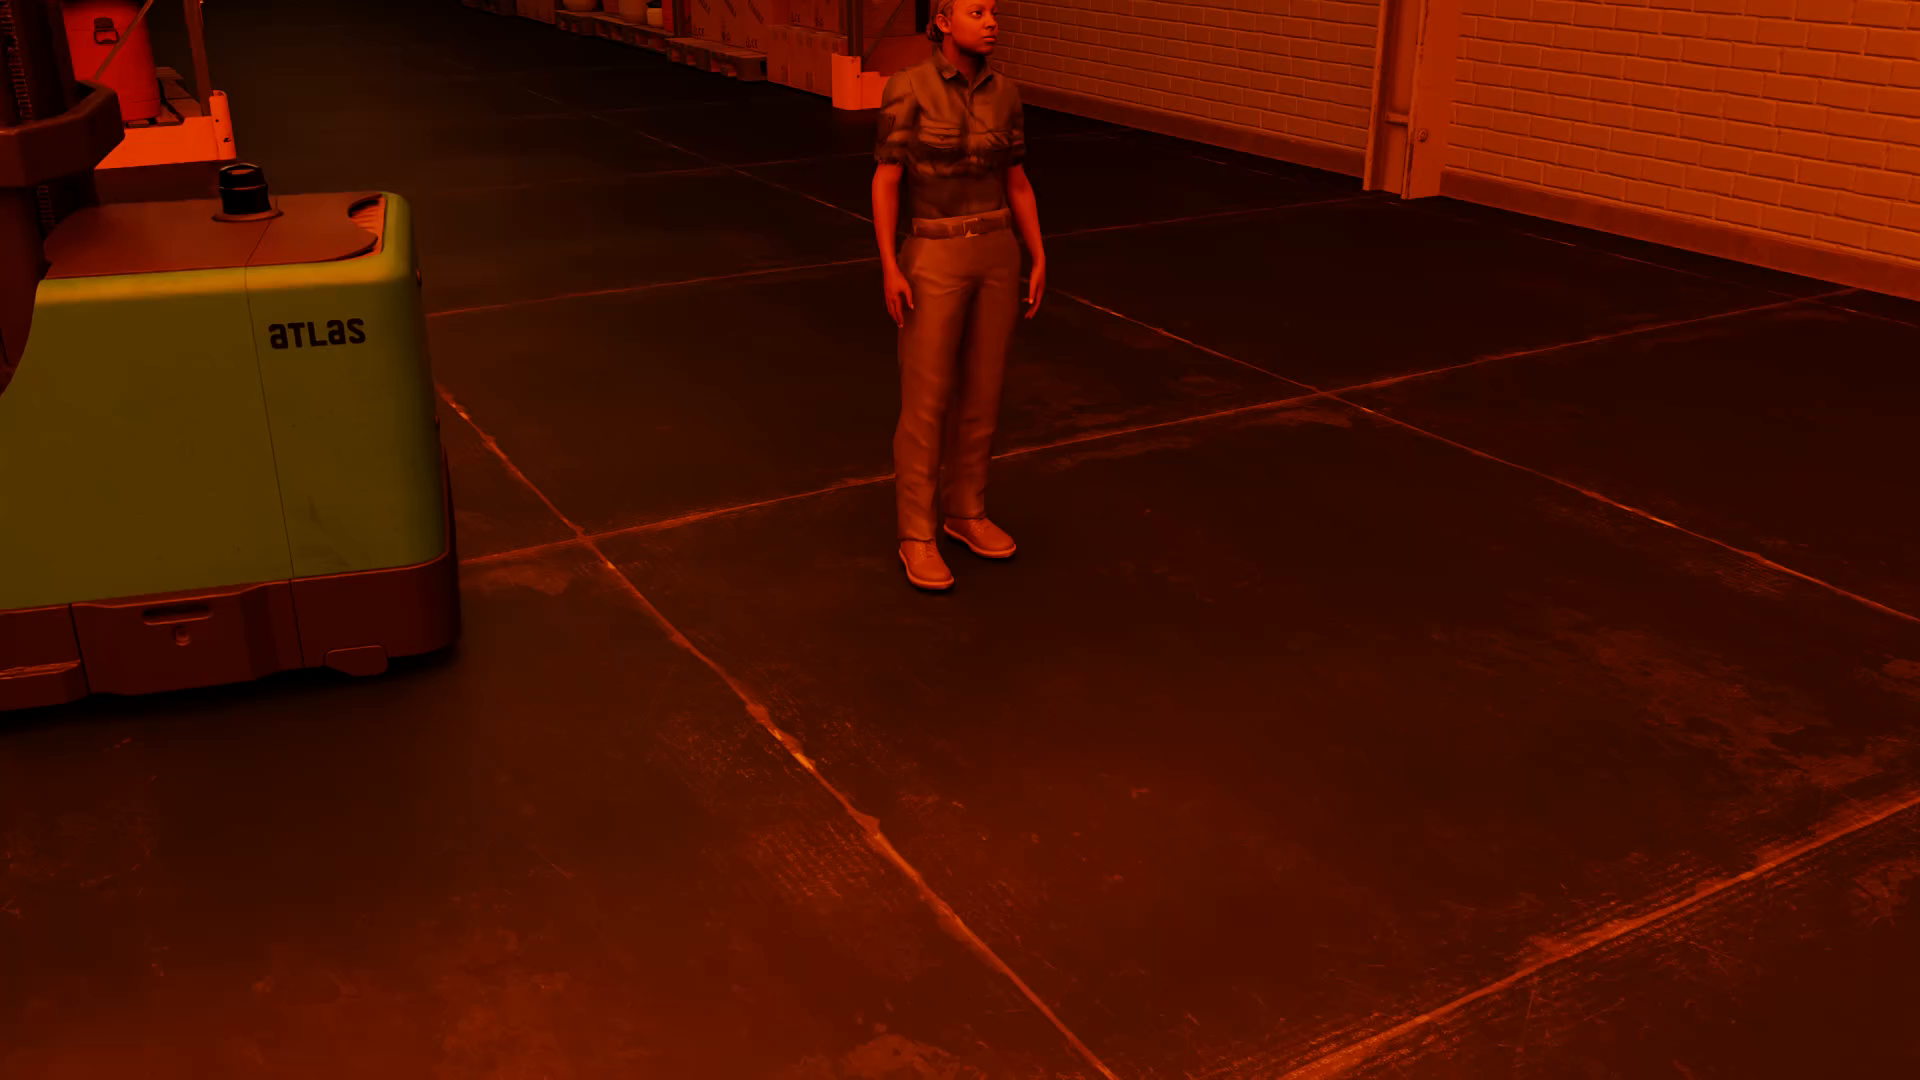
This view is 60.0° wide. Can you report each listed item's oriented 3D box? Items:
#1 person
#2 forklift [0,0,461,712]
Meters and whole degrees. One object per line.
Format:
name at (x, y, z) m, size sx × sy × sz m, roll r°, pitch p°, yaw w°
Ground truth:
person at (0.027, -0.734, 4.740) m, size 0.569 × 1.644 × 0.503 m, roll -12°, pitch 25°, yaw -28°
forklift at (-2.879, -1.033, 3.791) m, size 3.031 × 2.935 × 1.130 m, roll -7°, pitch 23°, yaw -16°
